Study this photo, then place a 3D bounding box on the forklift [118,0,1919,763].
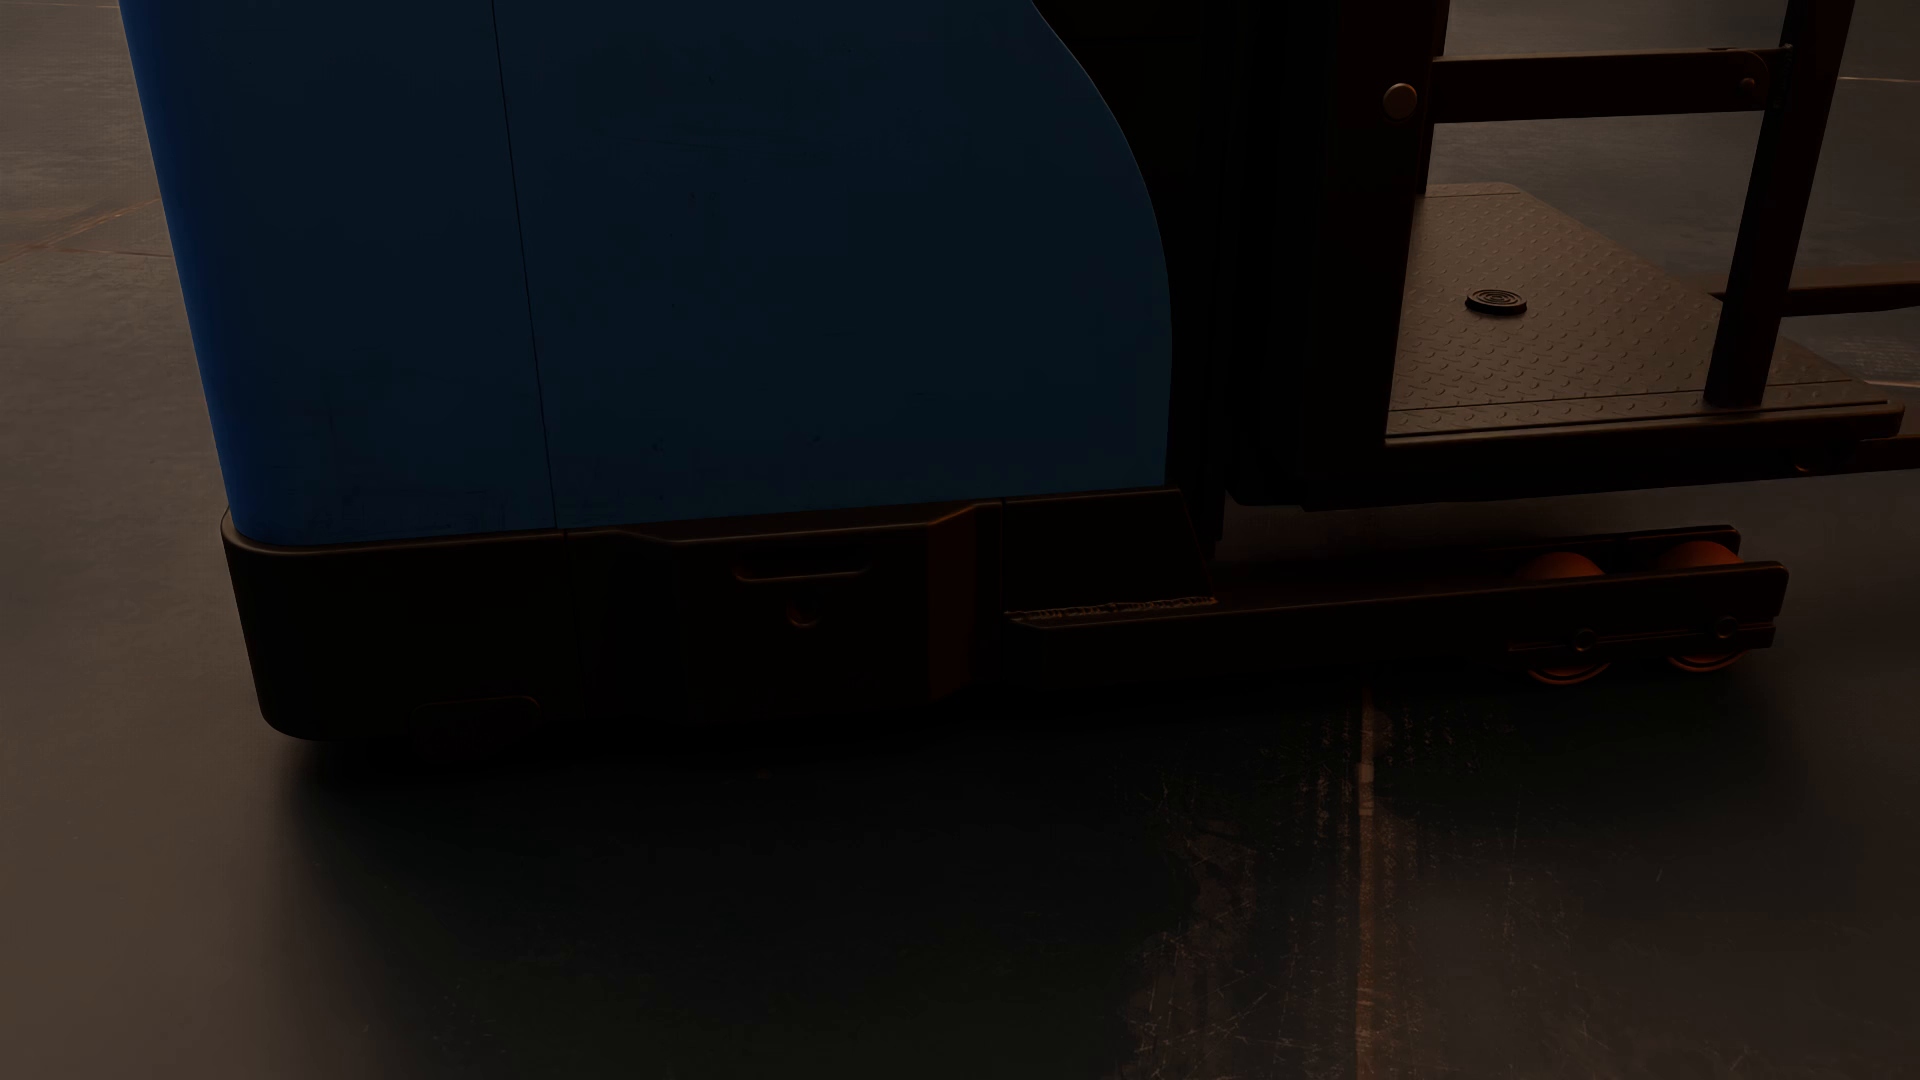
[{"bbox_3d":[0.600,-1.354,1.930,3.031,2.935,1.130,-4,27,-9],"label":"forklift"}]
